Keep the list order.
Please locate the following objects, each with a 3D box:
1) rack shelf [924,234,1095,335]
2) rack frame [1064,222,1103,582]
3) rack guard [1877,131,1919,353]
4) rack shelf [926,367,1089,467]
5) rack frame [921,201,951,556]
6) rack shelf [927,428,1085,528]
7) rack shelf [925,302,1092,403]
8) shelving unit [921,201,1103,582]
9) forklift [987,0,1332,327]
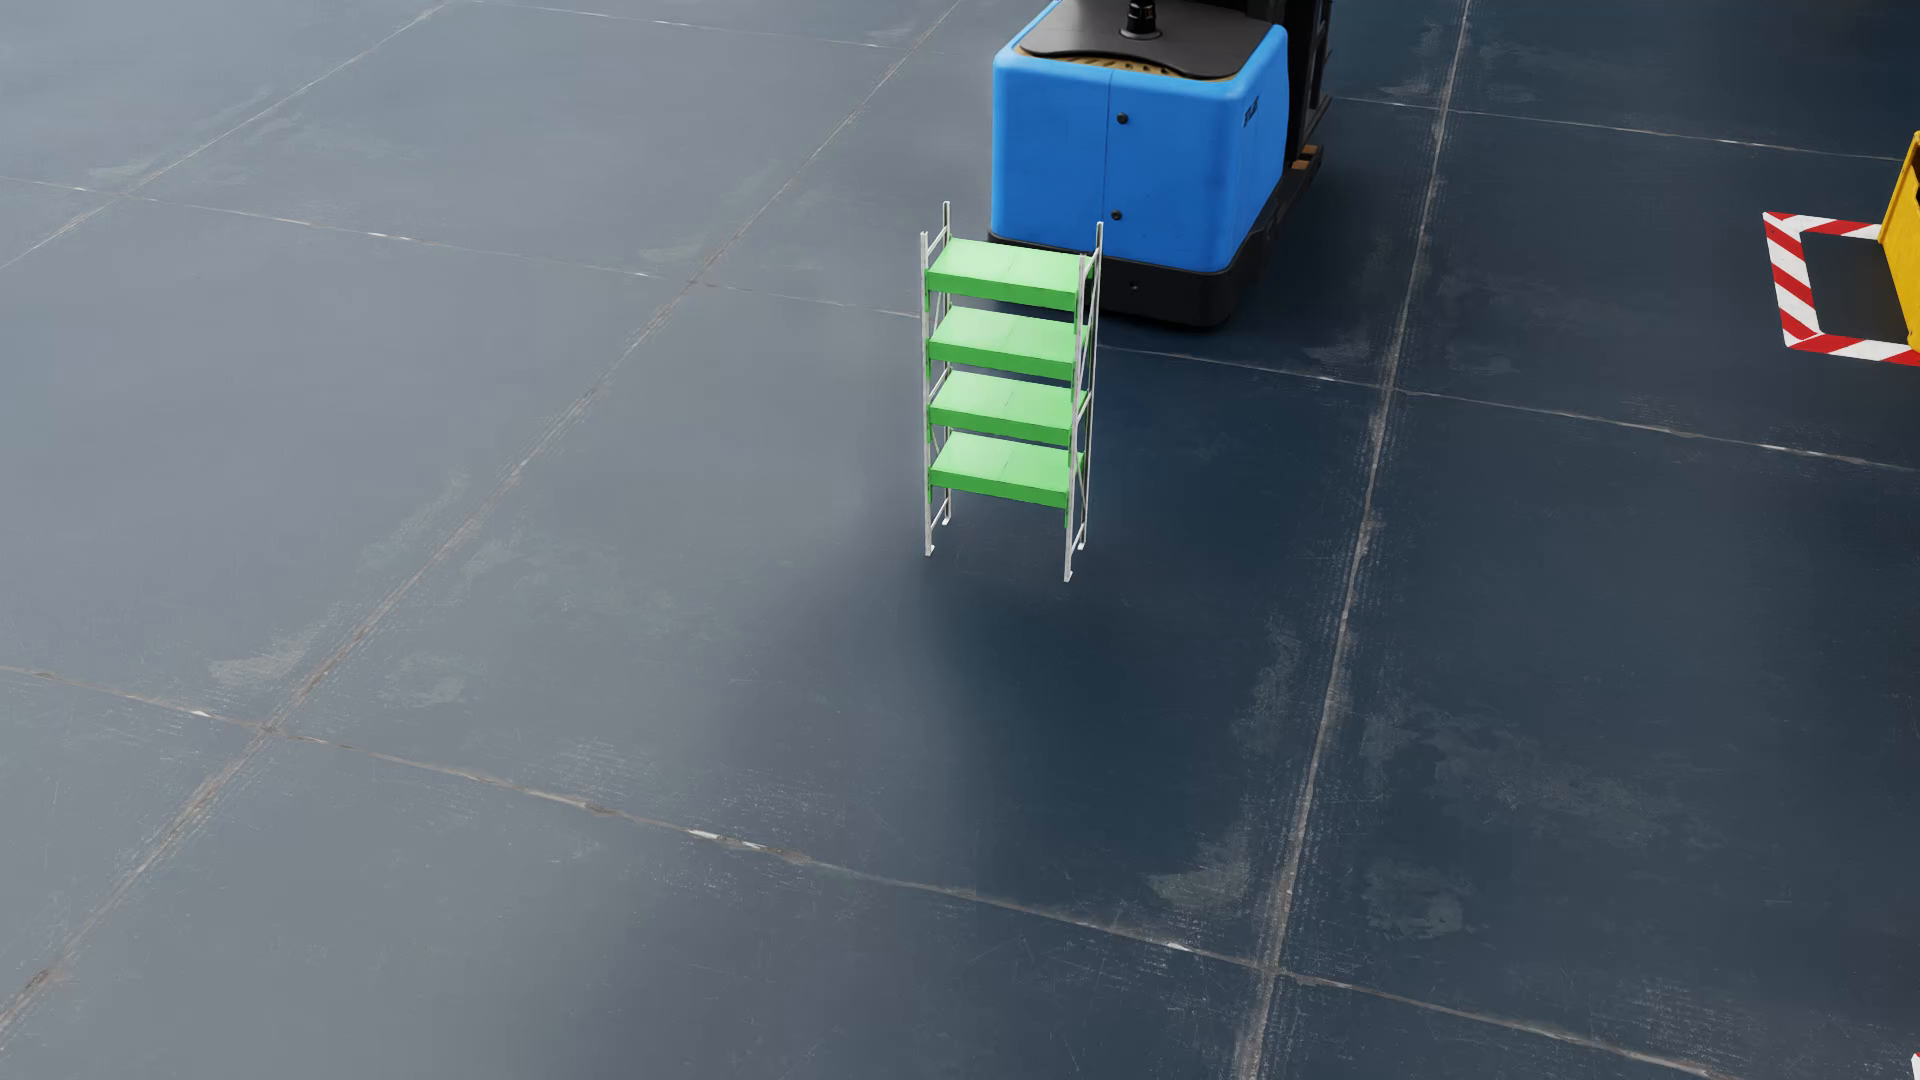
[{"bbox_3d":[0.158,-0.789,5.108,0.480,0.148,0.258,10,38,14],"label":"rack shelf"},{"bbox_3d":[0.391,-0.411,5.296,0.015,1.200,0.240,10,38,14],"label":"rack frame"},{"bbox_3d":[4.222,-1.263,7.045,0.348,0.500,1.175,10,38,14],"label":"rack guard"},{"bbox_3d":[0.158,-0.402,5.392,0.480,0.148,0.258,10,38,14],"label":"rack shelf"},{"bbox_3d":[-0.075,-0.497,5.413,0.015,1.200,0.240,10,38,14],"label":"rack frame"},{"bbox_3d":[0.158,-0.209,5.535,0.480,0.148,0.258,10,38,14],"label":"rack shelf"},{"bbox_3d":[0.158,-0.596,5.250,0.480,0.148,0.258,10,38,14],"label":"rack shelf"},{"bbox_3d":[0.158,-0.454,5.355,0.503,1.200,0.258,10,38,14],"label":"shelving unit"},{"bbox_3d":[1.136,-2.926,7.252,1.130,2.935,3.031,13,38,17],"label":"forklift"}]
